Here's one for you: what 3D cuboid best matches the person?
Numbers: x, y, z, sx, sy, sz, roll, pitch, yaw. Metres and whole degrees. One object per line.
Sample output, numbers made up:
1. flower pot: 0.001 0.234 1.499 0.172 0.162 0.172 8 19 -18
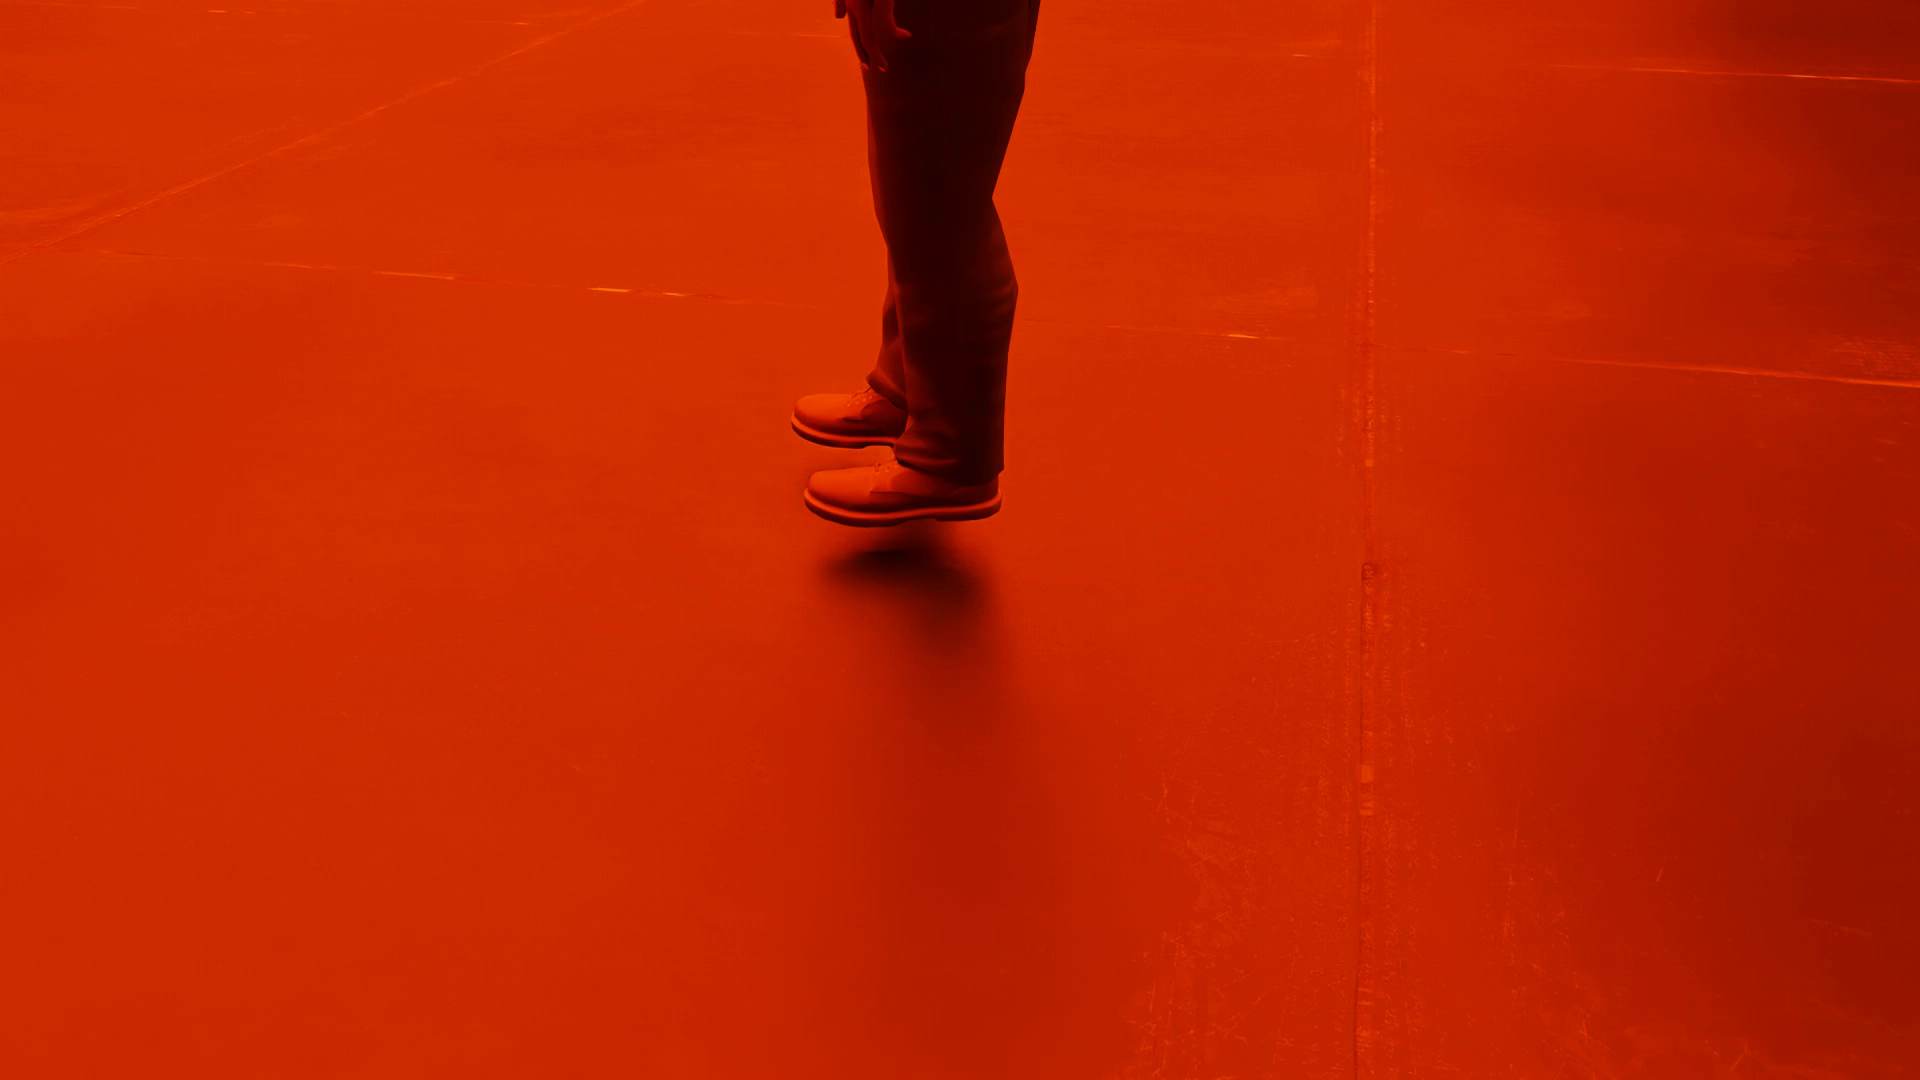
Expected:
1. person: -0.081 -0.799 2.140 0.503 1.656 0.569 6 27 11
